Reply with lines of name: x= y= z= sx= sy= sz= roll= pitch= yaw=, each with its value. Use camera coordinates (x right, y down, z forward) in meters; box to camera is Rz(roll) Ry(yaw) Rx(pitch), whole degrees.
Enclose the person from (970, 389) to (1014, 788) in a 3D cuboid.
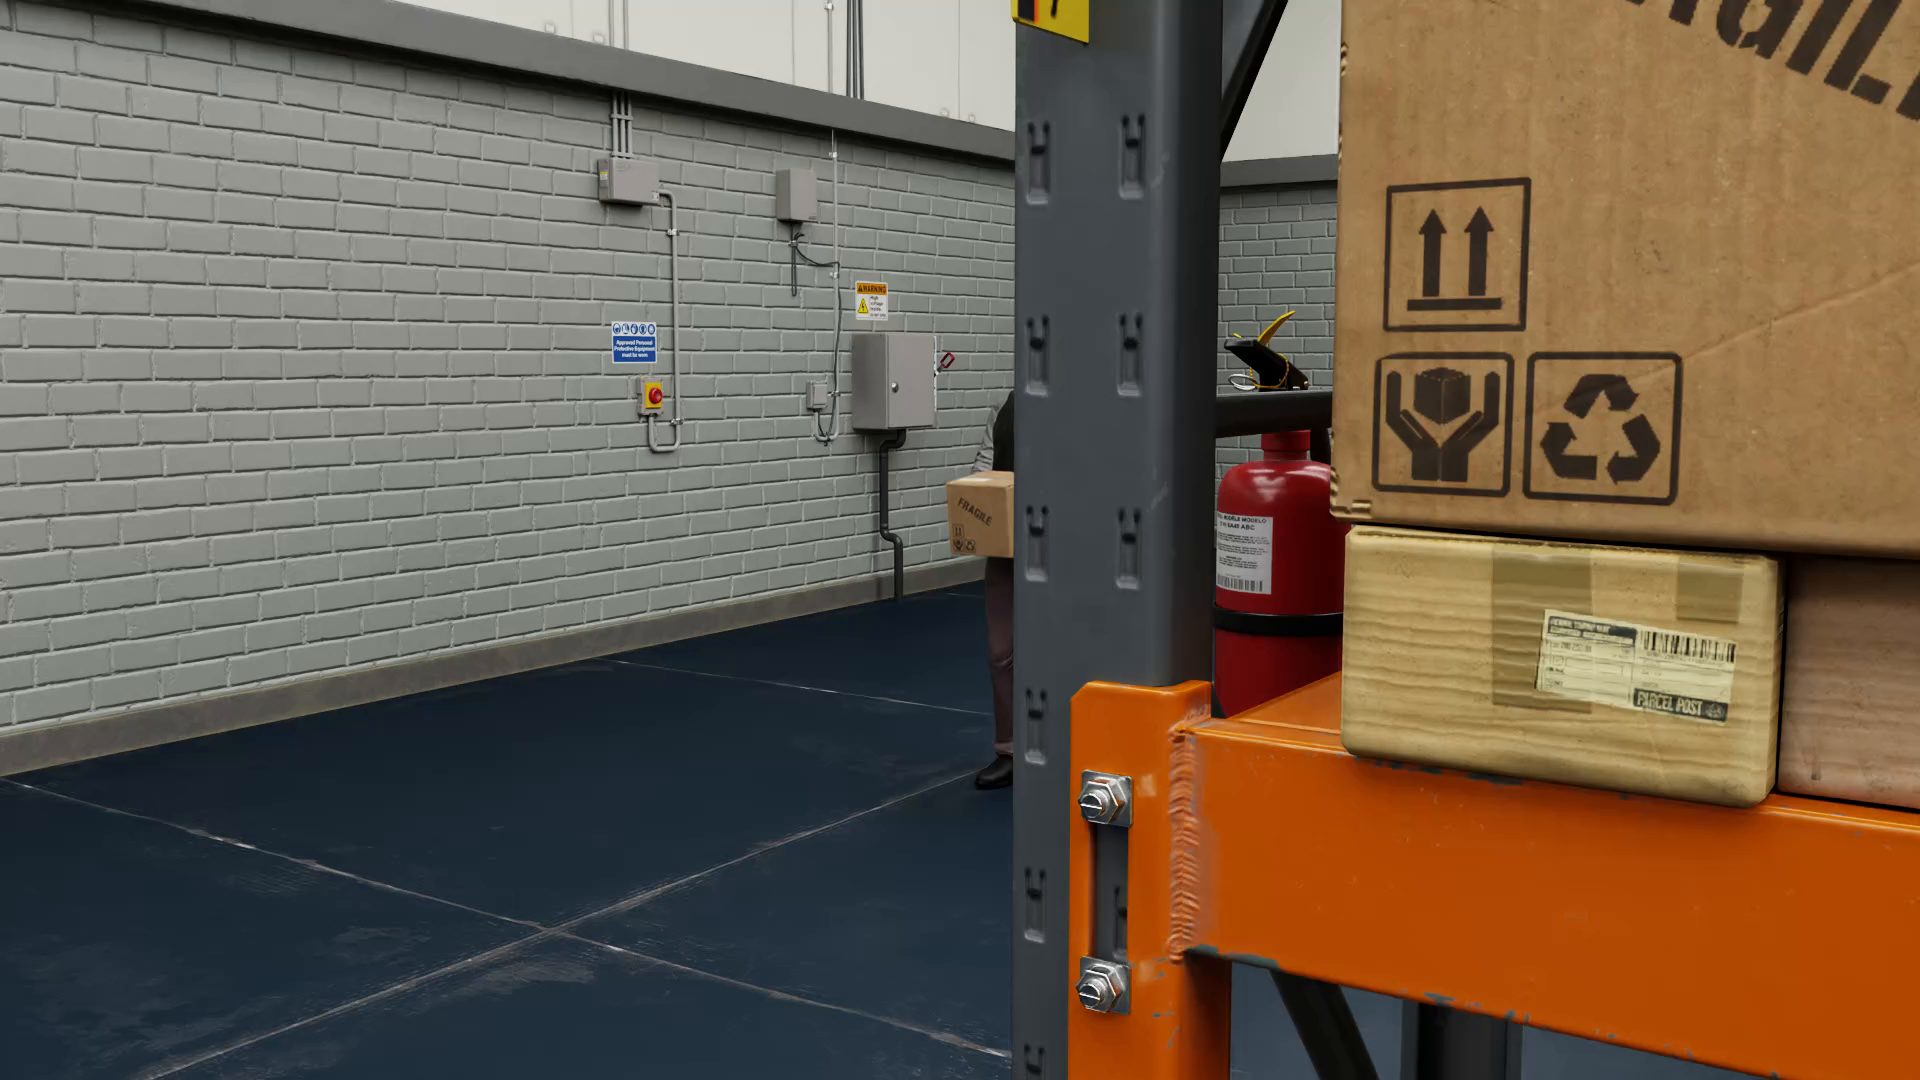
person: x=0.254 y=0.056 z=5.917 sx=0.494 sy=1.711 sz=0.551 roll=4 pitch=8 yaw=34
